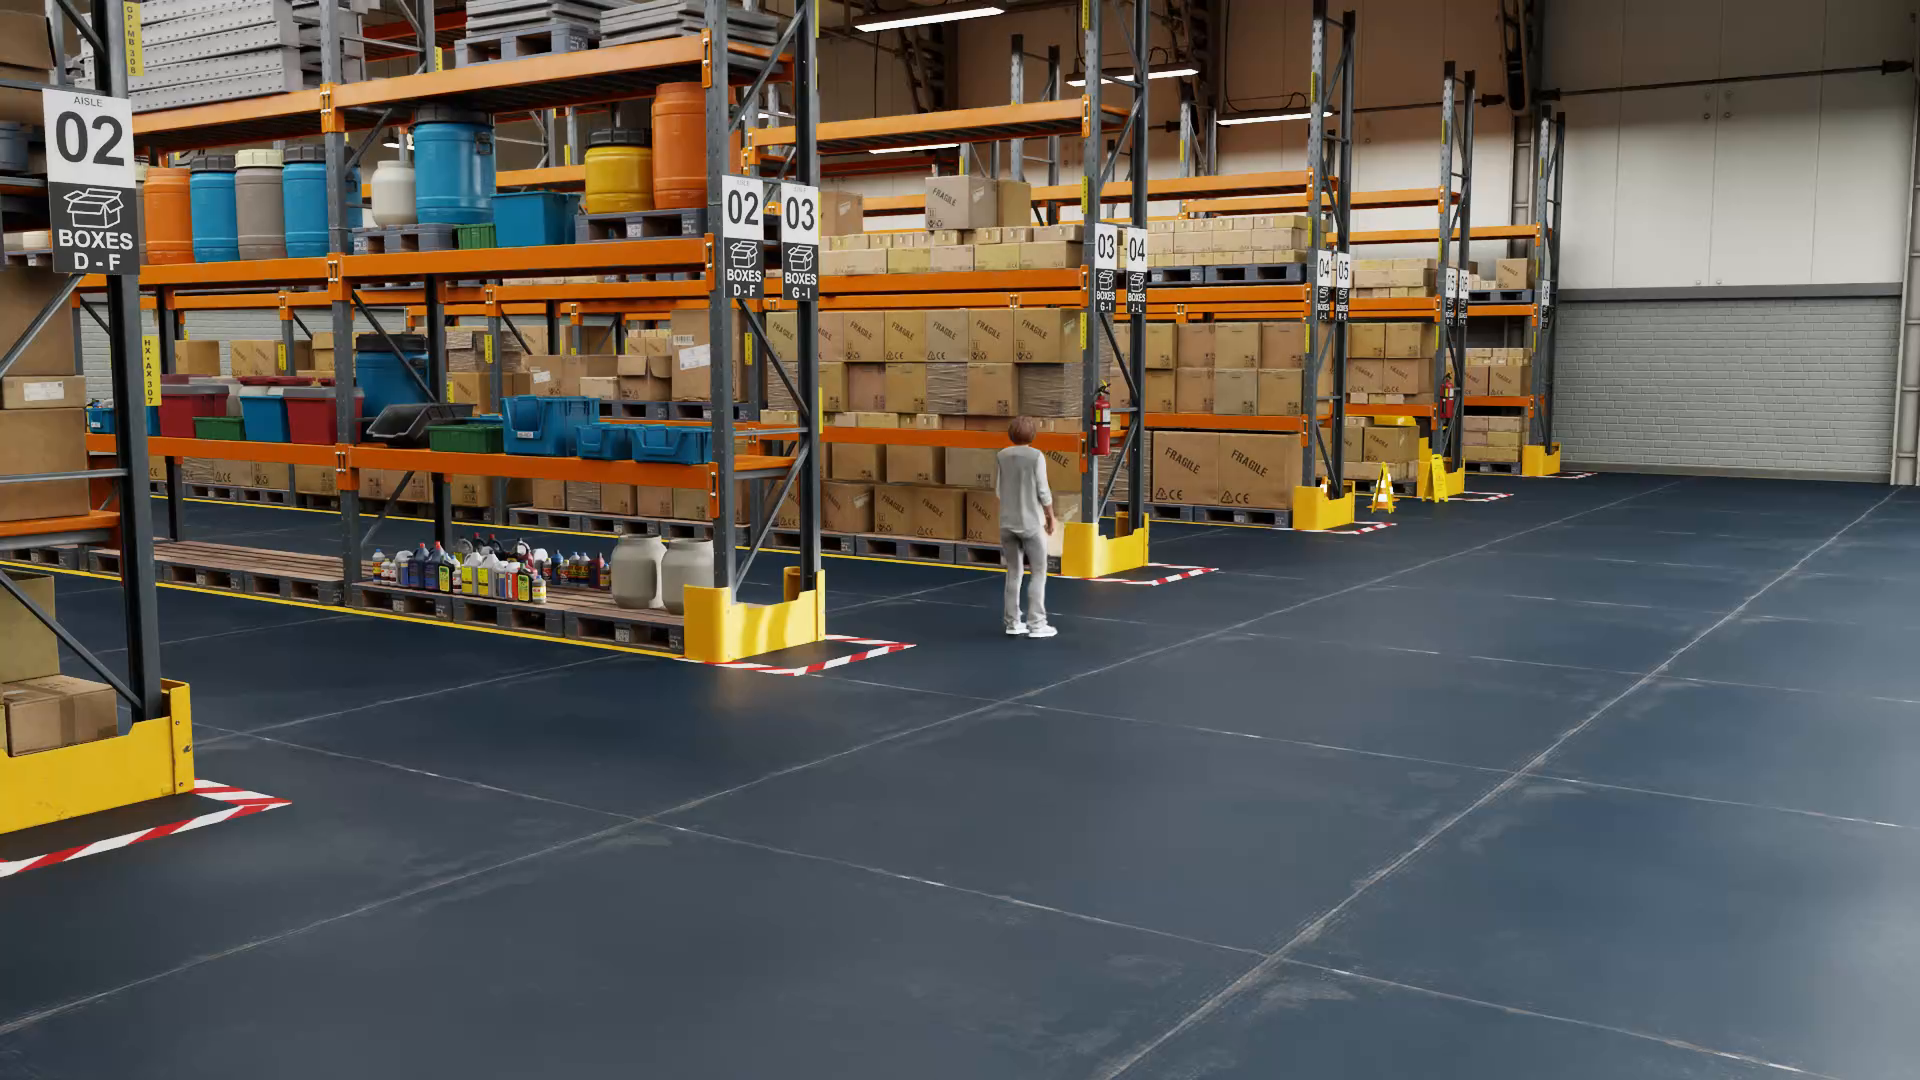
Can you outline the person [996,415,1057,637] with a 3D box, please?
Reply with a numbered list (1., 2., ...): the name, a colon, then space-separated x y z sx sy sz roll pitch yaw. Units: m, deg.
1. person: 0.467 -0.100 12.033 0.445 1.602 0.371 4 8 32
